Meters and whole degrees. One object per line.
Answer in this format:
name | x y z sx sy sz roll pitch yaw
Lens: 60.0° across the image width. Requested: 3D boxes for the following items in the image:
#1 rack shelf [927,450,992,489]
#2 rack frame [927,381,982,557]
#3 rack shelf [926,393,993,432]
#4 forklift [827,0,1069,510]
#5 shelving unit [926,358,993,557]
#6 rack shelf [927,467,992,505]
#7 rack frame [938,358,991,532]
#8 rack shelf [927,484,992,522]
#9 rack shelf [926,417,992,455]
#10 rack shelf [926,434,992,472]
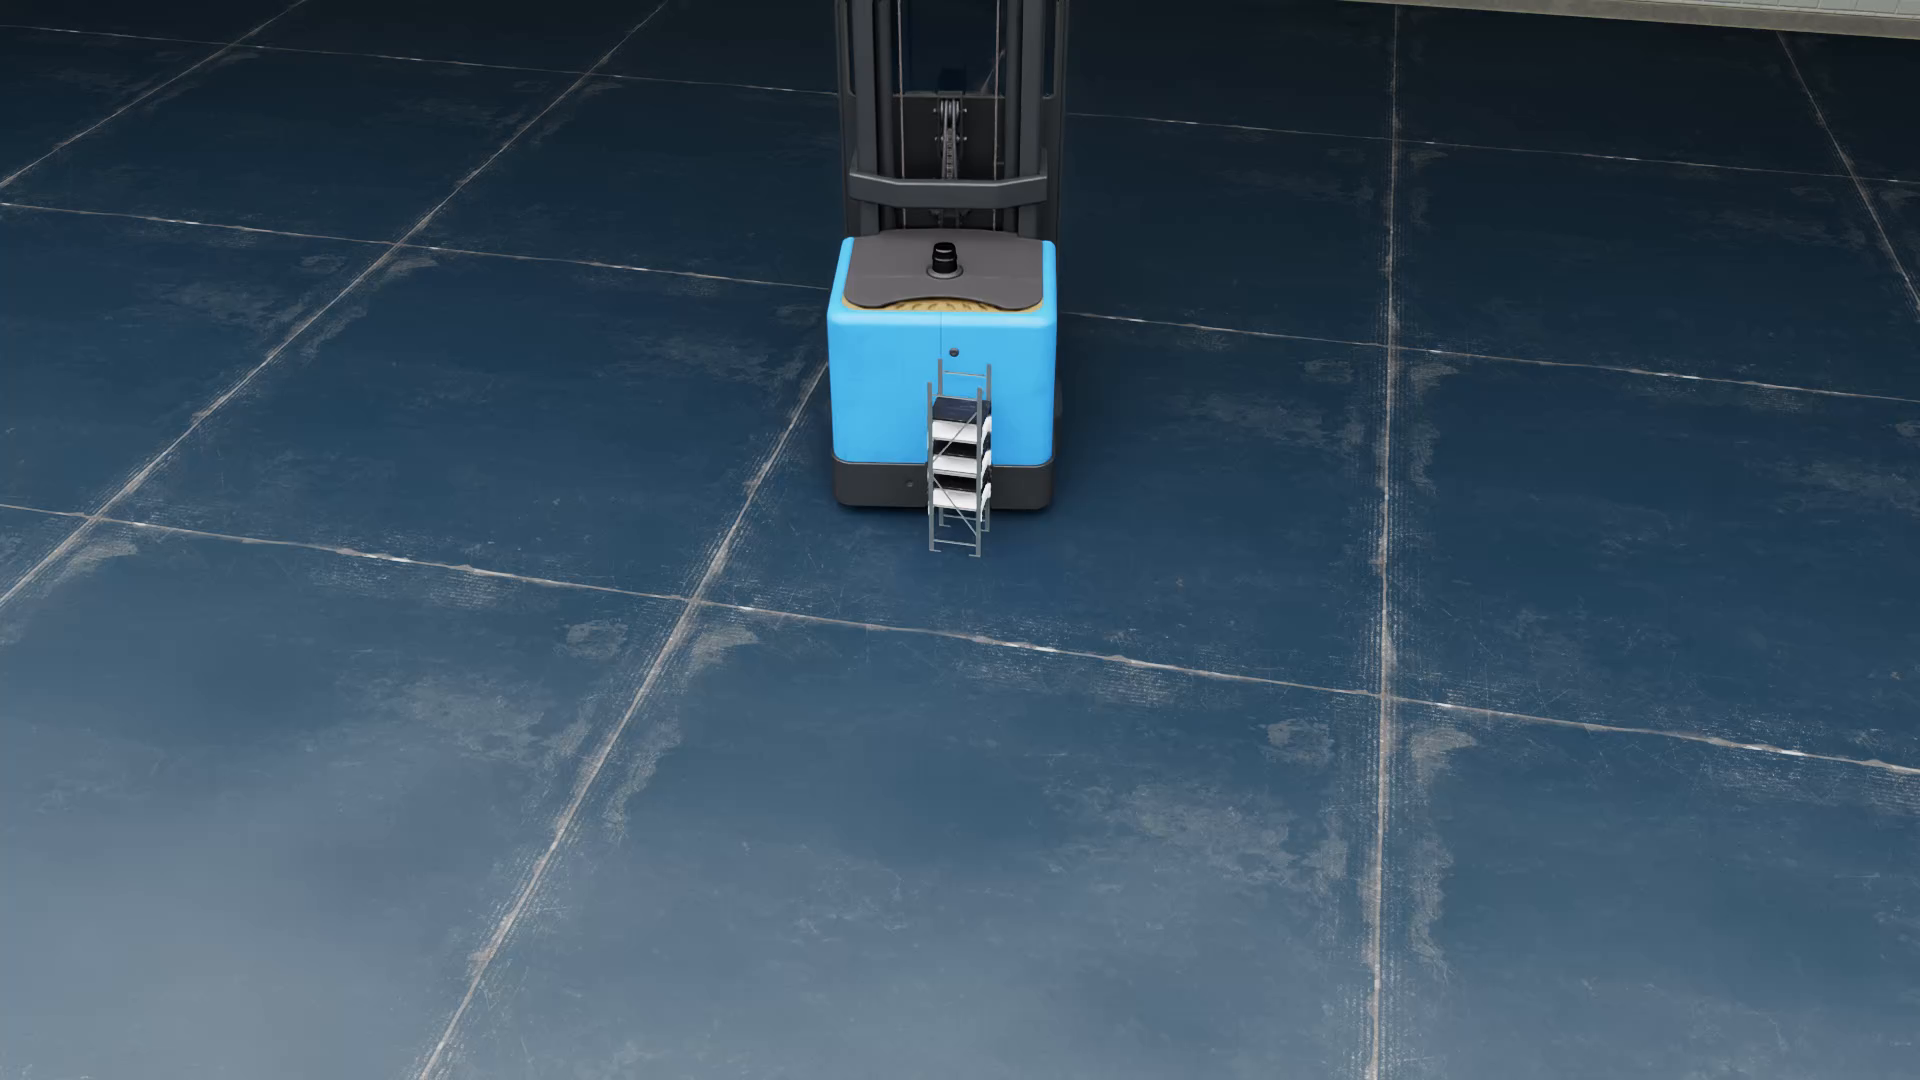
rack shelf | -0.002 -0.333 7.499 0.258 0.077 0.200 7 37 10
rack frame | -0.023 -0.301 7.399 0.240 0.900 0.006 7 37 10
rack shelf | -0.002 -0.551 7.341 0.258 0.077 0.200 7 37 10
forklift | -0.028 -2.169 8.245 1.130 2.935 3.031 1 36 2
shelving unit | -0.002 -0.360 7.480 0.258 0.900 0.210 7 37 10
rack shelf | -0.002 -0.260 7.552 0.258 0.077 0.200 7 37 10
rack frame | 0.020 -0.418 7.560 0.240 0.900 0.006 7 37 10
rack shelf | -0.002 -0.187 7.605 0.258 0.077 0.200 7 37 10
rack shelf | -0.002 -0.478 7.393 0.258 0.077 0.200 7 37 10
rack shelf | -0.002 -0.406 7.446 0.258 0.077 0.200 7 37 10
